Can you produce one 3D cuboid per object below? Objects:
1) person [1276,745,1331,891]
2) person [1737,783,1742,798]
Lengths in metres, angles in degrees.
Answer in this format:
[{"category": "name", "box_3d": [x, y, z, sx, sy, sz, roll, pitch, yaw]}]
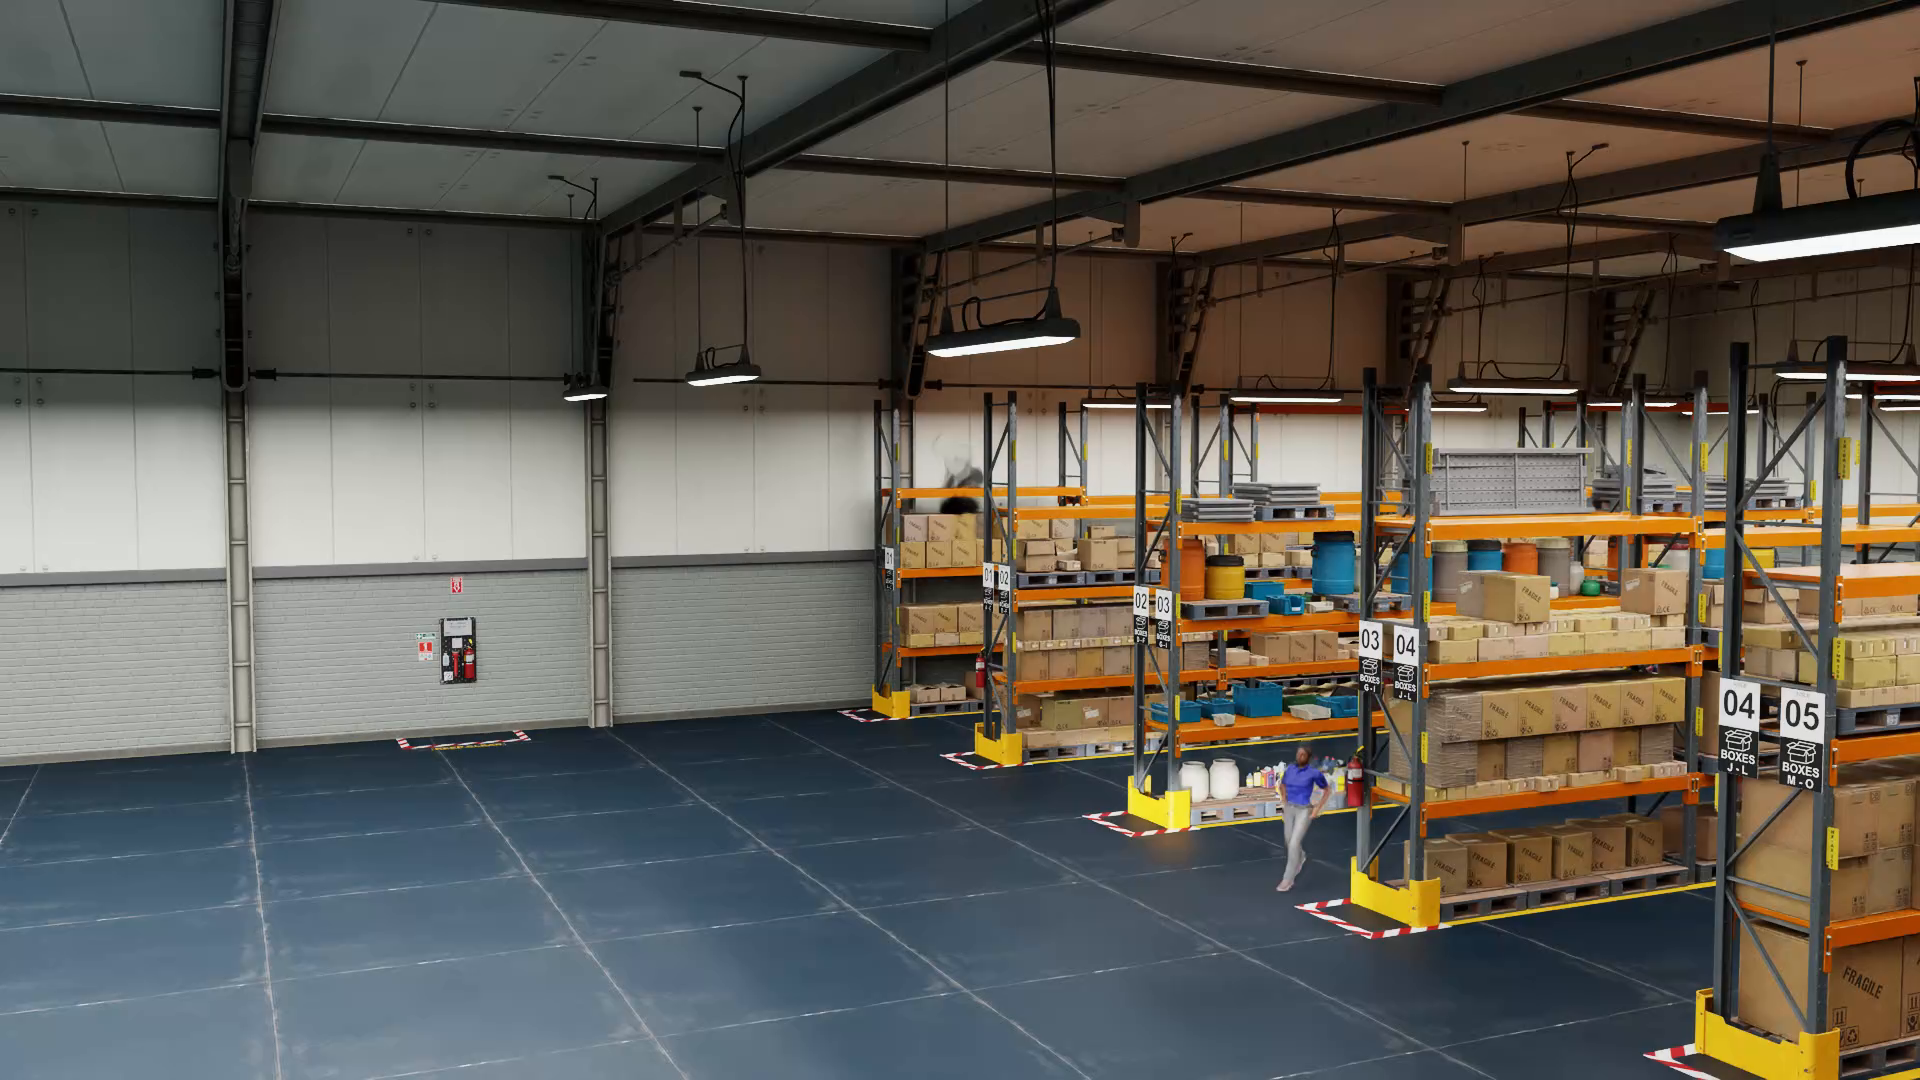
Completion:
[{"category": "person", "box_3d": [3.992, 3.221, 19.414, 0.611, 1.659, 0.806, 3, 4, 42]}, {"category": "person", "box_3d": [11.151, 2.971, 23.658, 0.557, 1.622, 0.576, -3, 4, -37]}]
